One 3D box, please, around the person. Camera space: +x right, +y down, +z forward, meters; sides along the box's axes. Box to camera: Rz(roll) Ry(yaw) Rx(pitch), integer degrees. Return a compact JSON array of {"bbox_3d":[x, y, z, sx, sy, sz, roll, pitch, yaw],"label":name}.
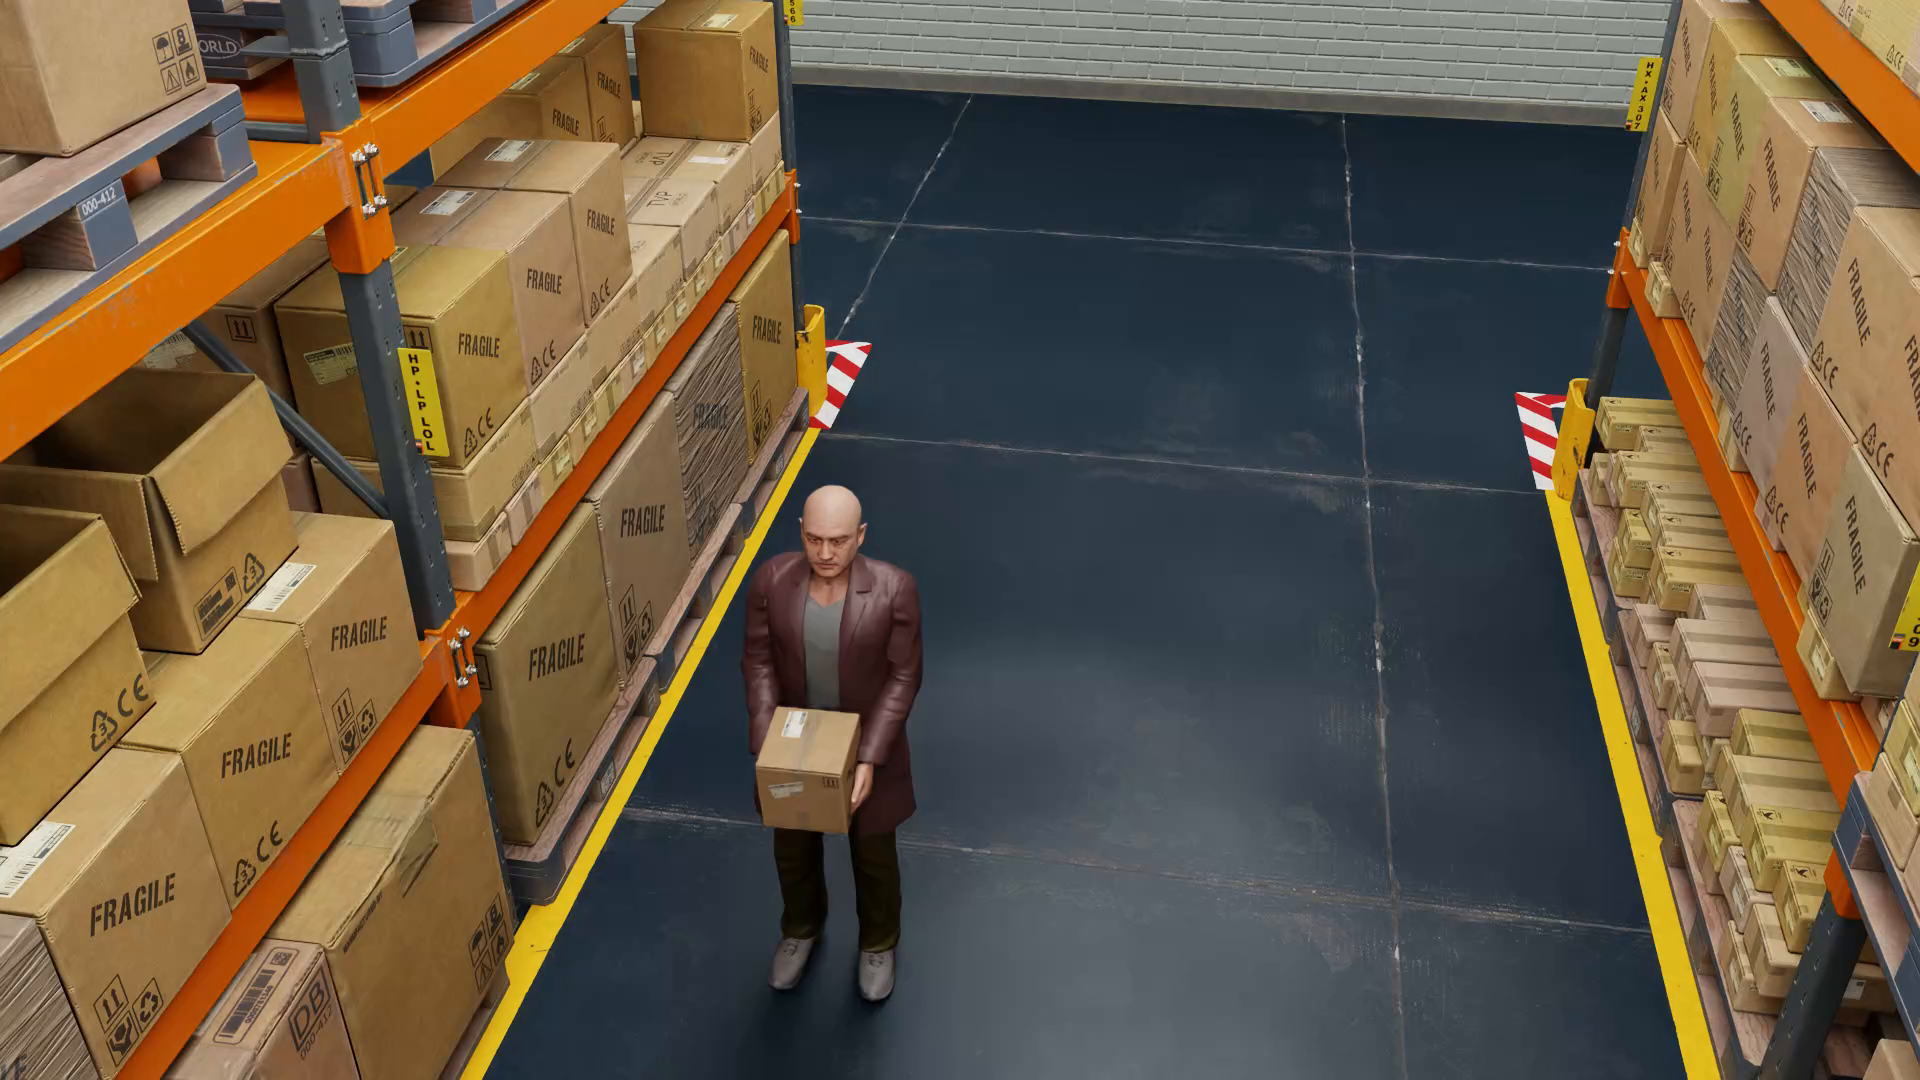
[{"bbox_3d":[-0.400,0.681,5.052,0.554,1.781,0.527,5,32,8],"label":"person"}]
